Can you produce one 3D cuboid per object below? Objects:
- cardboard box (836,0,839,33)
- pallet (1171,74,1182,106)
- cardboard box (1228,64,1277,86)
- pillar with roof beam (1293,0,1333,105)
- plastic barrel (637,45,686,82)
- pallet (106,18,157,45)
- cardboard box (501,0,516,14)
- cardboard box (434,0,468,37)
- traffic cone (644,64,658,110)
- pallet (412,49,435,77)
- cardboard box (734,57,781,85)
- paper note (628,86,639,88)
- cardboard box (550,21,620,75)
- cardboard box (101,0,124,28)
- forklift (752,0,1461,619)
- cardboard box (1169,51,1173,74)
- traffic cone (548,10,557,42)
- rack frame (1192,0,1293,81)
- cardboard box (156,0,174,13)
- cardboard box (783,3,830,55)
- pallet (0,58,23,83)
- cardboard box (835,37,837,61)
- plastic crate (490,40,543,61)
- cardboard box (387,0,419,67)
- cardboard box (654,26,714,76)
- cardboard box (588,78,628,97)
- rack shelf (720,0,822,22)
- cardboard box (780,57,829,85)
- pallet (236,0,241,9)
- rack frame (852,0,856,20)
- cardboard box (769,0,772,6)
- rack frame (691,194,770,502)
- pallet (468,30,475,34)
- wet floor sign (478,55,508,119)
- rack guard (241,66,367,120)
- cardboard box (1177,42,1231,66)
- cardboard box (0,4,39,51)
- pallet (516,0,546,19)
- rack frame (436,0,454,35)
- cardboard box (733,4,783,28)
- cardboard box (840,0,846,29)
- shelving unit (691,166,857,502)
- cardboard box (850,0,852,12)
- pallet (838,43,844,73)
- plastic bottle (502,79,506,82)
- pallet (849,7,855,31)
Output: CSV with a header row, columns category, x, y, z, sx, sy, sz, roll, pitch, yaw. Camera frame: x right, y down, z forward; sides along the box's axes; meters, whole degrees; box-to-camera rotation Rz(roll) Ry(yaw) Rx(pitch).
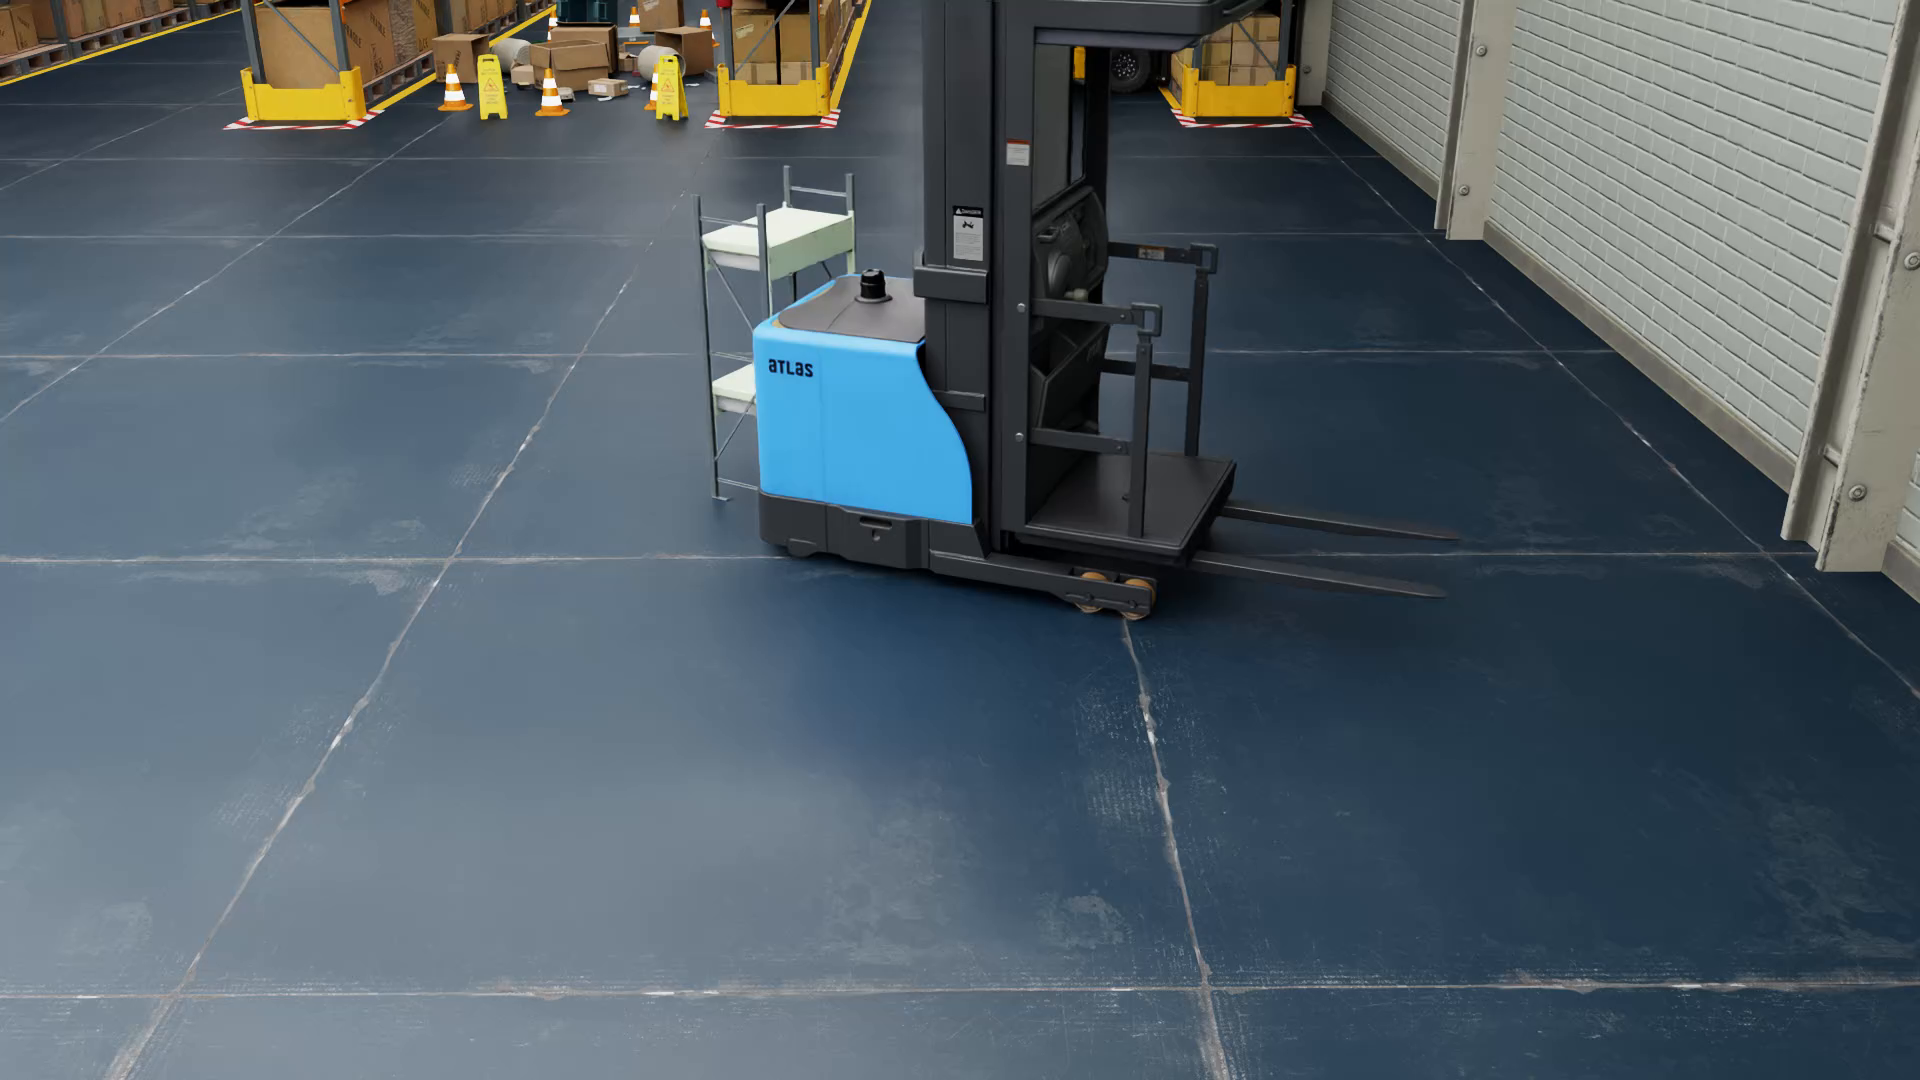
category,x,y,z,sx,sy,sz,roll,pitch,yaw
cardboard box,-1.748,-6.415,20.210,0.500,0.500,0.500,0,24,0
pallet,2.926,-5.007,18.564,1.003,0.211,1.213,0,24,-1
cardboard box,3.167,-5.104,18.222,0.500,0.250,0.500,0,24,0
pillar with roof beam,-0.435,-8.967,16.657,9.100,9.000,0.400,0,24,-1
plastic barrel,-3.523,-5.609,19.638,0.512,0.421,0.421,19,30,35
pallet,-11.966,-7.096,23.184,1.003,0.211,1.213,0,24,-1
cardboard box,-7.106,-8.086,24.209,1.050,0.750,0.750,-1,24,-1
cardboard box,-7.076,-6.944,21.685,1.050,0.750,0.750,0,24,-1
traffic cone,-3.282,-4.954,18.142,0.336,0.463,0.334,0,24,-1
pallet,-7.049,-5.938,20.624,1.003,0.211,1.213,0,24,-1
cardboard box,-2.265,-5.219,18.476,0.500,0.250,0.500,0,24,-1
paper note,-3.847,-5.312,19.471,0.148,0.019,0.142,8,26,18
cardboard box,-4.556,-5.960,20.154,0.797,0.637,0.503,0,24,-1
cardboard box,-11.918,-7.284,22.714,0.700,0.500,0.500,-2,24,-5
forklift,0.654,-1.249,6.954,3.031,2.935,1.130,9,26,19
cardboard box,2.663,-5.504,19.107,0.500,0.250,0.500,0,24,0
traffic cone,-5.484,-6.926,22.503,0.336,0.463,0.334,0,24,-1
rack frame,2.976,-5.962,17.293,1.000,3.000,0.127,0,24,-1
cardboard box,-11.956,-7.976,24.244,0.700,0.500,0.500,-2,24,-3
cardboard box,-1.730,-5.777,18.801,0.500,0.500,0.500,-1,24,-3
pallet,-11.881,-5.491,19.635,1.003,0.211,1.213,0,24,-1
cardboard box,-1.739,-5.854,19.880,0.500,0.250,0.500,0,24,0
plastic crate,-5.667,-6.202,21.165,0.450,0.188,0.662,3,22,31
cardboard box,-7.029,-6.115,19.699,0.875,0.875,0.875,0,24,0
cardboard box,-3.380,-6.001,20.409,0.500,0.500,0.500,19,30,35
cardboard box,-4.021,-5.170,19.001,0.380,0.149,0.250,13,27,27
rack shelf,-2.009,-6.435,19.210,1.077,0.370,4.000,0,24,-1
cardboard box,-1.719,-5.211,18.458,0.500,0.250,0.500,0,24,-1
pallet,-11.927,-8.746,26.833,1.003,0.211,1.213,0,24,-1
rack frame,-2.074,-9.235,24.529,1.000,3.000,0.127,0,24,-1
cardboard box,-2.327,-6.098,18.722,0.380,0.149,0.250,0,24,0
rack frame,-1.049,-0.854,7.818,0.400,1.500,0.023,13,27,27
pallet,-7.063,-6.570,22.020,1.003,0.211,1.213,0,24,-1
wet floor sign,-4.955,-4.799,17.577,0.267,0.644,0.232,-4,25,-10
rack guard,-6.935,-4.726,17.592,1.175,0.500,0.348,0,24,-1
cardboard box,2.659,-5.328,18.110,0.500,0.250,0.500,-1,24,-1
cardboard box,-11.976,-6.429,20.850,0.500,0.500,0.500,-1,24,-2
pallet,-7.030,-8.222,25.674,1.003,0.211,1.213,0,24,-1
rack frame,-6.979,-7.523,20.743,1.000,3.000,0.127,0,24,-1
cardboard box,-2.266,-5.763,18.768,0.500,0.500,0.500,1,24,1
cardboard box,-2.050,-7.093,22.472,0.950,0.372,0.625,1,24,3
shelving unit,-0.869,-0.985,8.108,0.431,1.500,0.755,13,27,27
cardboard box,-2.078,-7.996,24.469,0.950,0.372,0.625,-2,24,-4
pallet,-1.988,-6.040,20.847,1.003,0.211,1.213,0,24,-1
plastic bottle,-5.537,-5.448,19.722,0.283,0.061,0.133,-9,26,-19
pallet,-2.067,-7.642,24.391,1.003,0.211,1.213,0,24,-1
